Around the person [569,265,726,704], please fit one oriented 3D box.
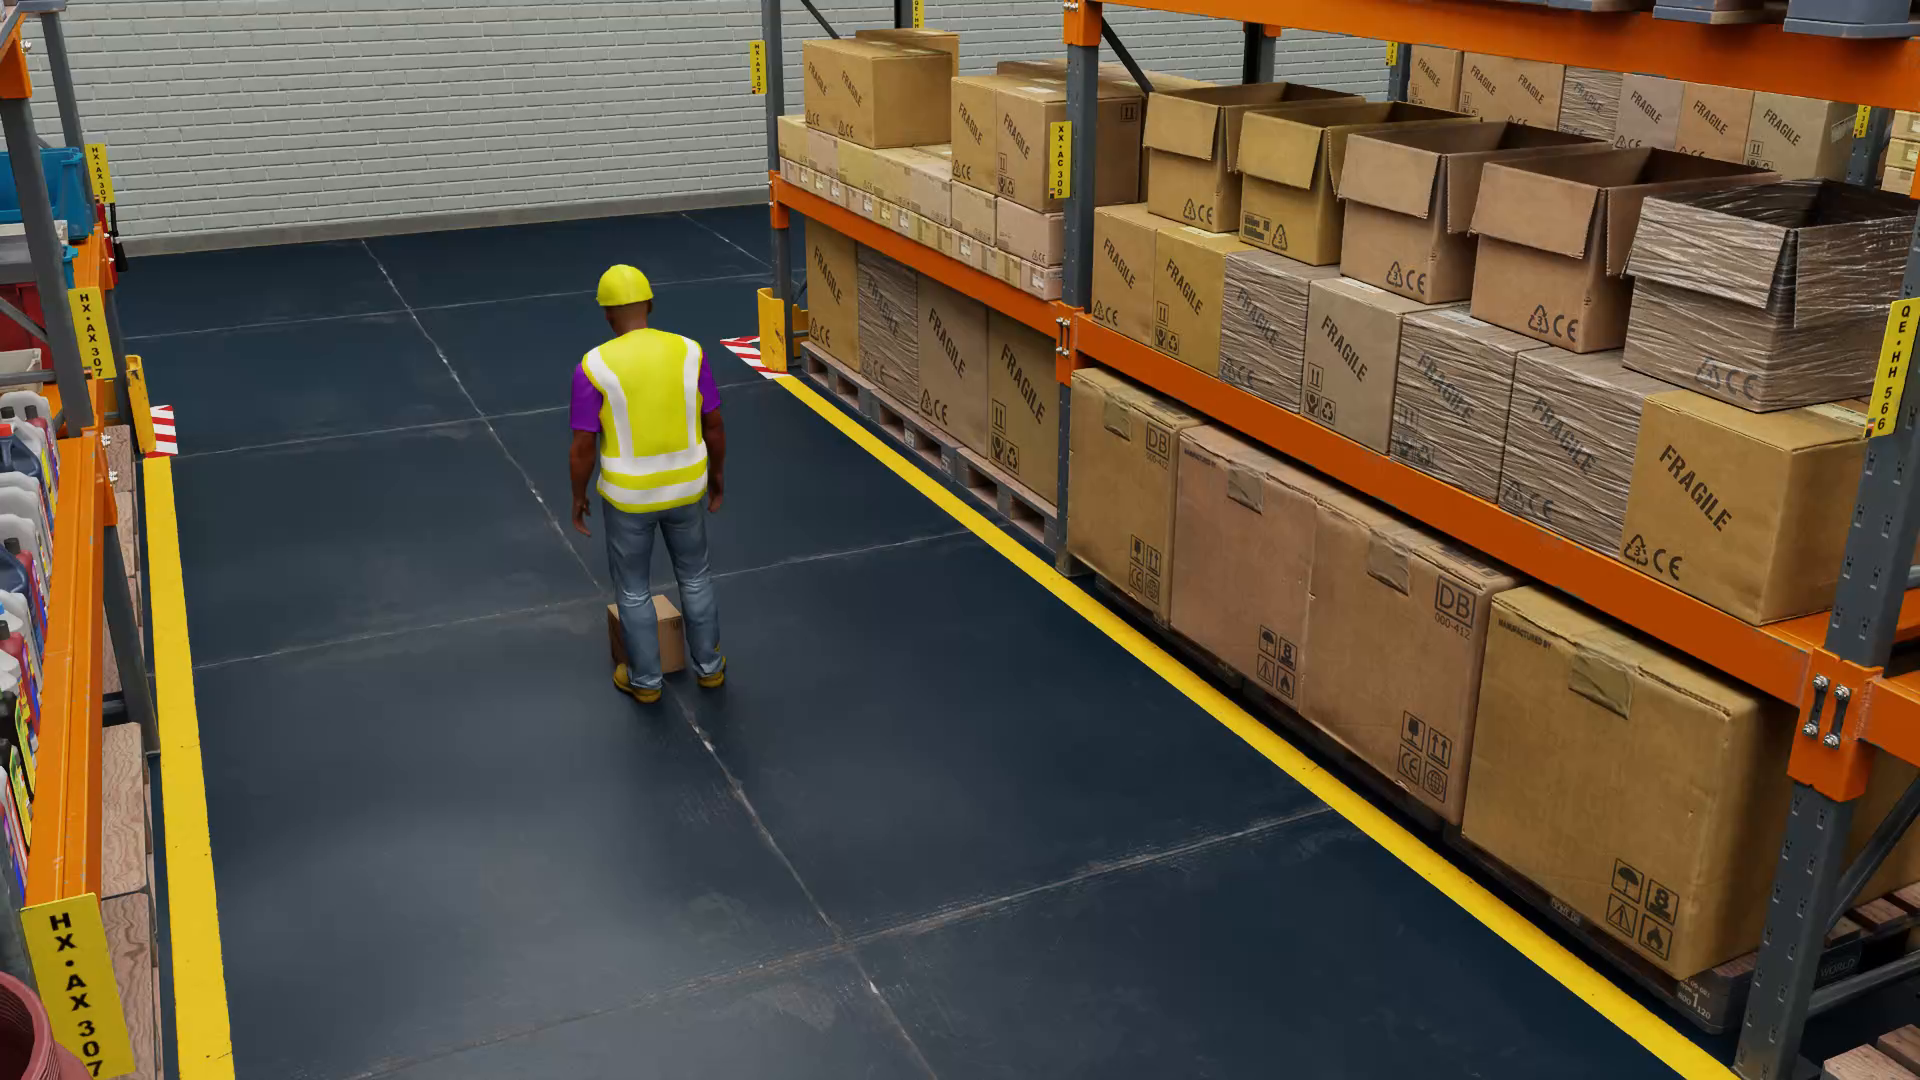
[{"bbox_3d":[-1.229,-0.213,6.591,0.638,1.761,0.458,-11,25,-25],"label":"person"}]
